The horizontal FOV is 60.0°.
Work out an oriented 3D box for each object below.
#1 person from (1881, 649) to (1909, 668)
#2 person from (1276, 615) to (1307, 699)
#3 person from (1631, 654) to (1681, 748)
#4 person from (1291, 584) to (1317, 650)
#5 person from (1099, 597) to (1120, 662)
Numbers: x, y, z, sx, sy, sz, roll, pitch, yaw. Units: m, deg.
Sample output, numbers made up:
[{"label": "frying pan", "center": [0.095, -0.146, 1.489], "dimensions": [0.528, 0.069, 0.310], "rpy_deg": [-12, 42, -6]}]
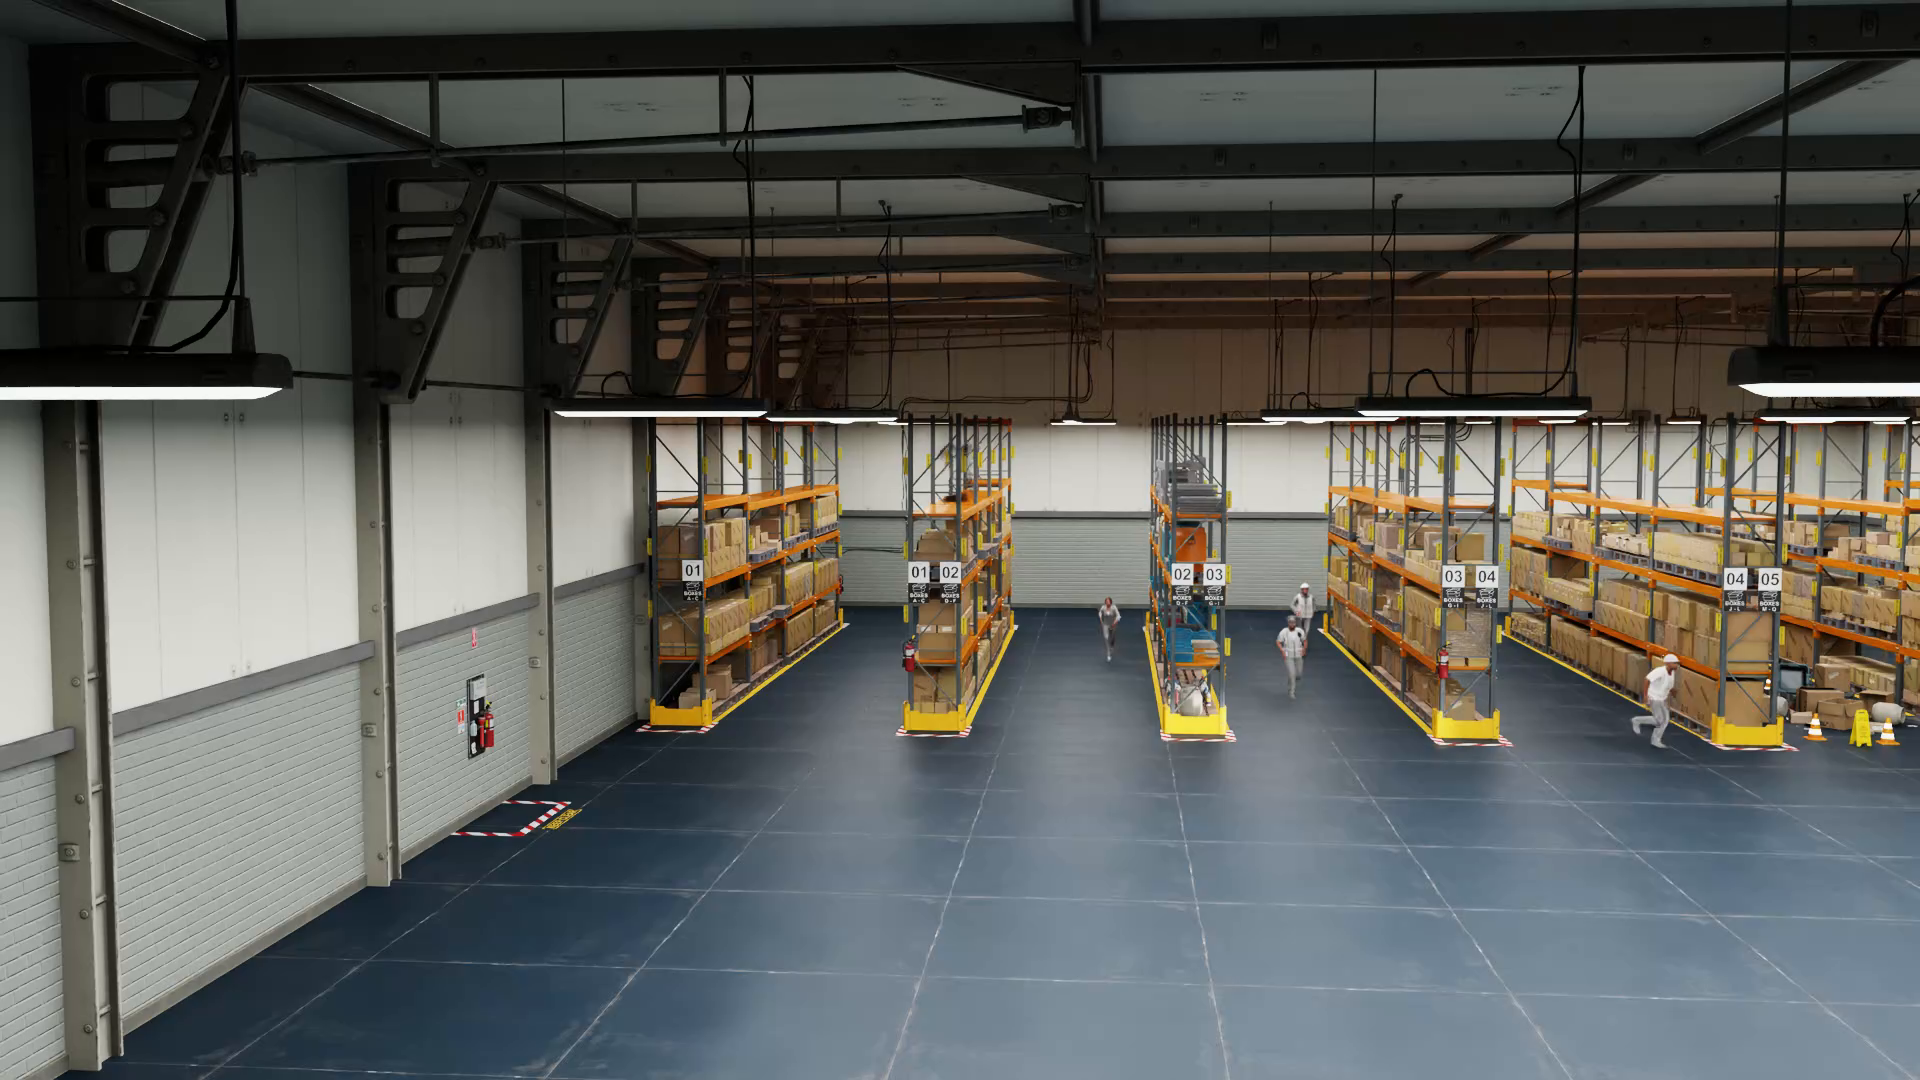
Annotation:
[{"label": "person", "center": [22.146, 2.205, 39.429], "dimensions": [0.557, 1.716, 0.901], "rpy_deg": [-1, 4, -8]}, {"label": "person", "center": [7.088, 2.471, 35.494], "dimensions": [0.658, 1.764, 0.624], "rpy_deg": [0, 4, -1]}, {"label": "person", "center": [12.554, 2.882, 29.988], "dimensions": [0.697, 1.694, 0.844], "rpy_deg": [-4, 5, -45]}, {"label": "person", "center": [8.854, 1.985, 42.822], "dimensions": [0.684, 1.756, 0.785], "rpy_deg": [0, 4, 0]}, {"label": "person", "center": [3.704, 2.180, 41.177], "dimensions": [0.537, 1.586, 0.971], "rpy_deg": [0, 4, 7]}]
